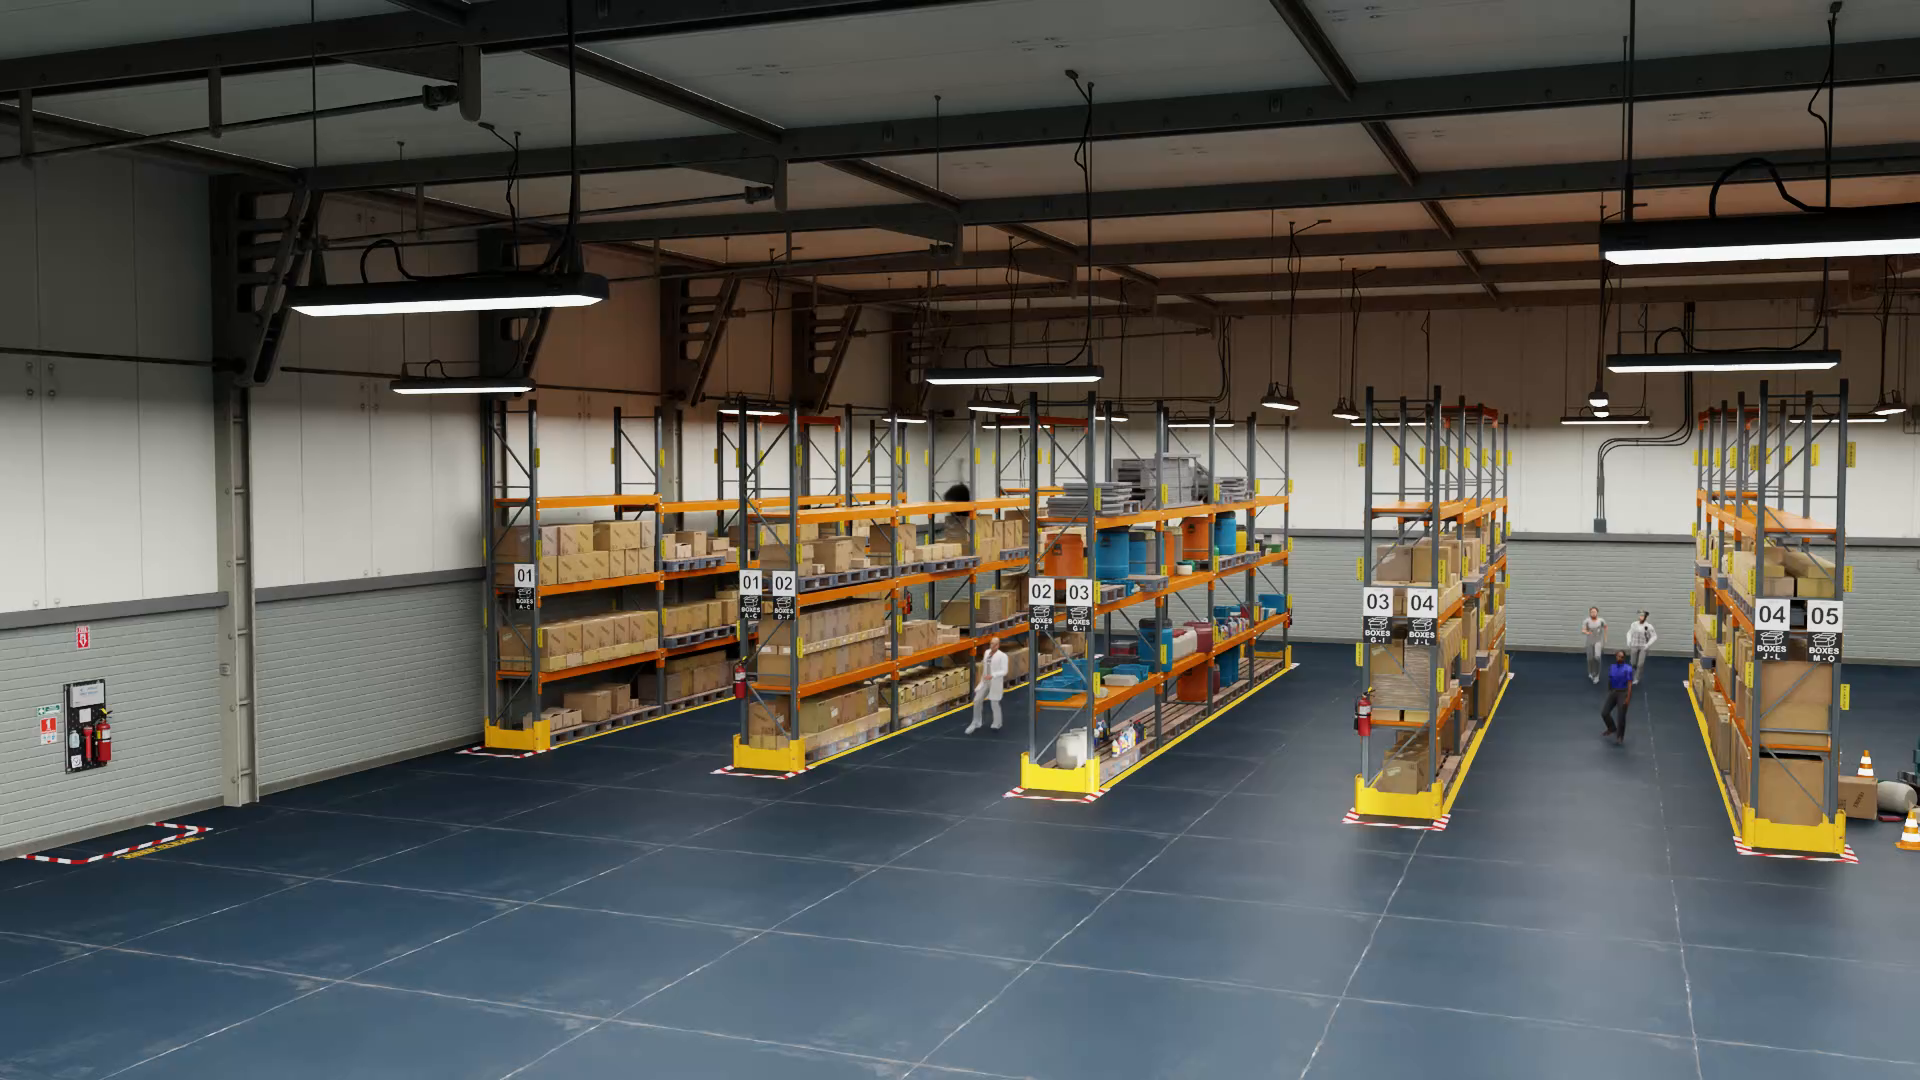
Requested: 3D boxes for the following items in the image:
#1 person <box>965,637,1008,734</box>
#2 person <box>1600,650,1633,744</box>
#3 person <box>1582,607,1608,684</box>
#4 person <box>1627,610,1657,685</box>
[{"bbox_3d":[0.578,2.623,30.098,0.755,1.749,0.896,2,3,32],"label":"person"},{"bbox_3d":[11.540,2.746,29.219,0.449,1.674,0.615,-2,4,-40],"label":"person"},{"bbox_3d":[14.162,2.339,37.121,0.543,1.713,0.817,1,3,22],"label":"person"},{"bbox_3d":[15.075,2.359,36.793,0.639,1.651,0.589,2,3,35],"label":"person"}]
